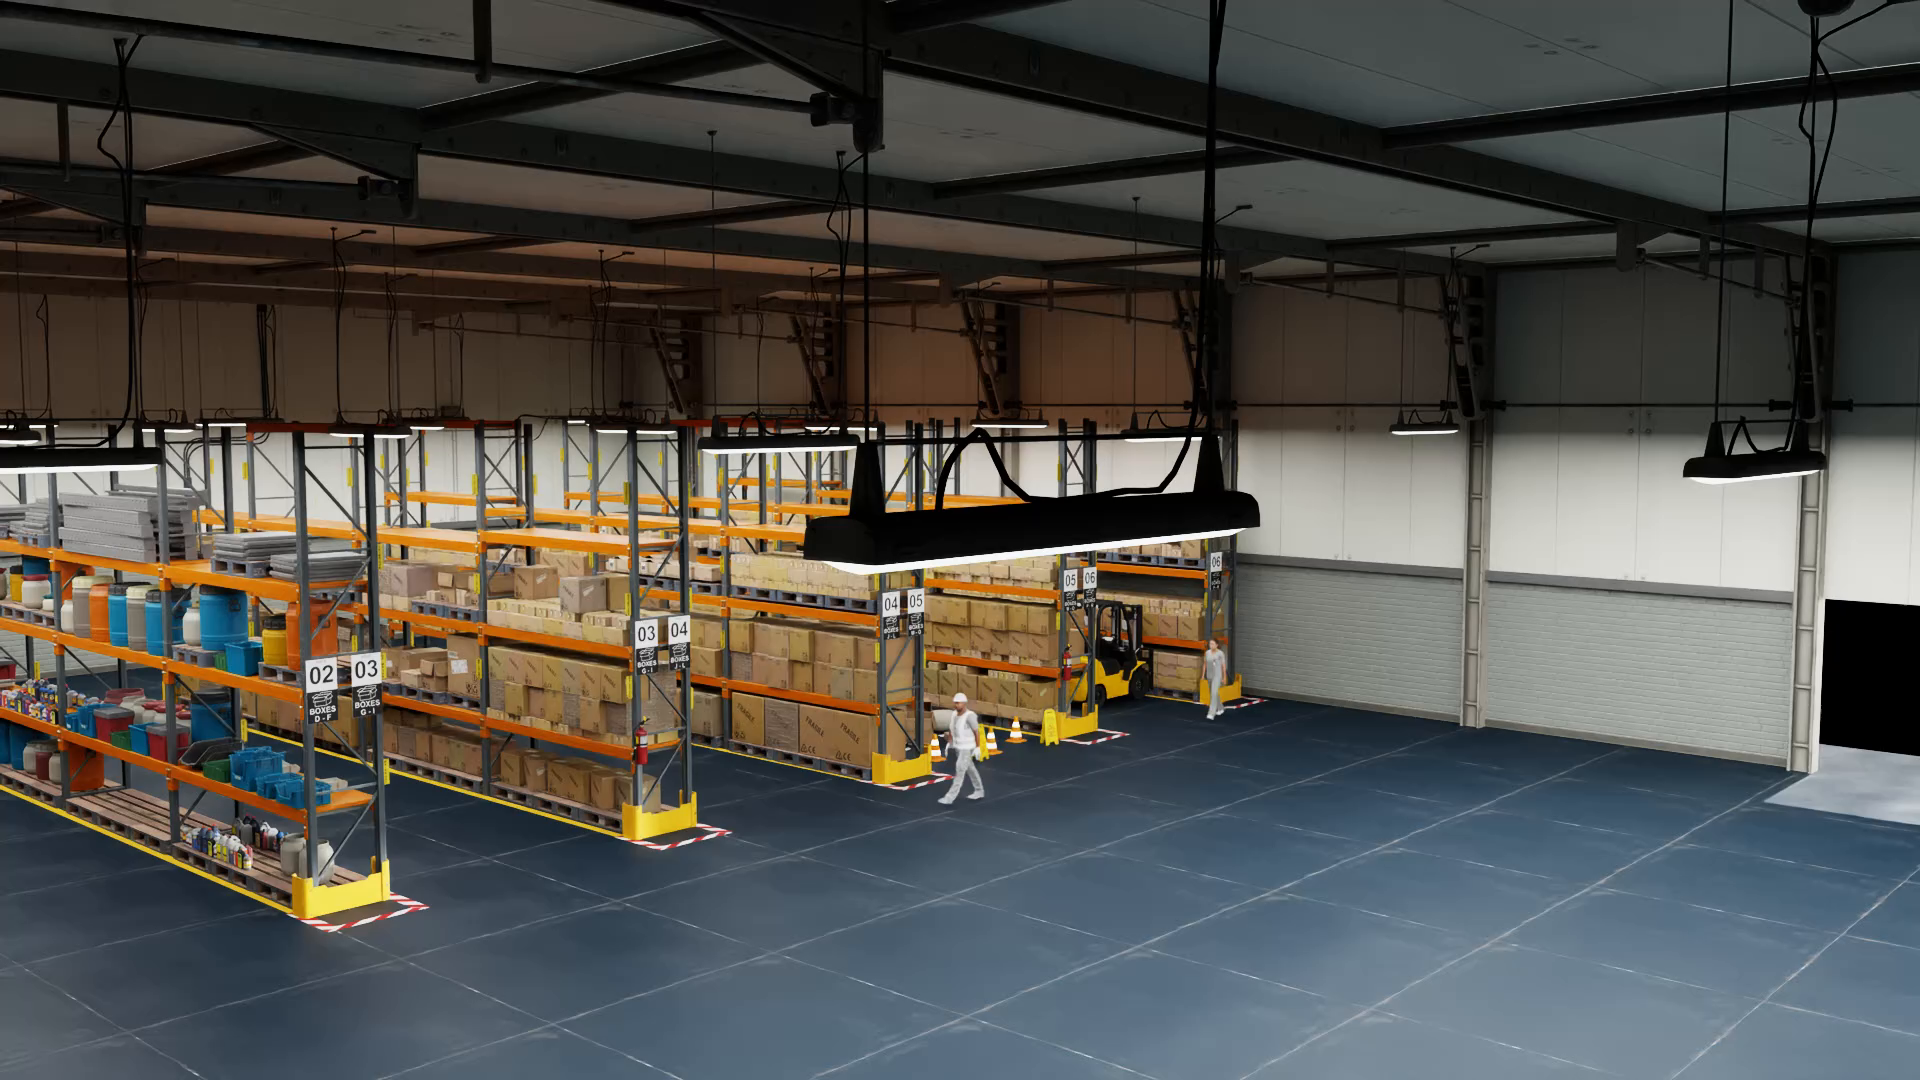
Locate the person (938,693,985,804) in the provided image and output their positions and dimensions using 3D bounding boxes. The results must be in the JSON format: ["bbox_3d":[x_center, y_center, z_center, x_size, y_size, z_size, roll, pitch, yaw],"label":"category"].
[{"bbox_3d":[-0.027,3.284,26.321,1.007,1.729,0.562,-3,5,-30],"label":"person"}]

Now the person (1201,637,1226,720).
[{"bbox_3d":[5.117,2.773,33.547,0.867,1.650,0.454,-4,6,-43],"label":"person"}]

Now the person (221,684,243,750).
[{"bbox_3d":[-12.424,3.178,28.337,0.464,1.681,0.516,-3,6,-36],"label":"person"}]
